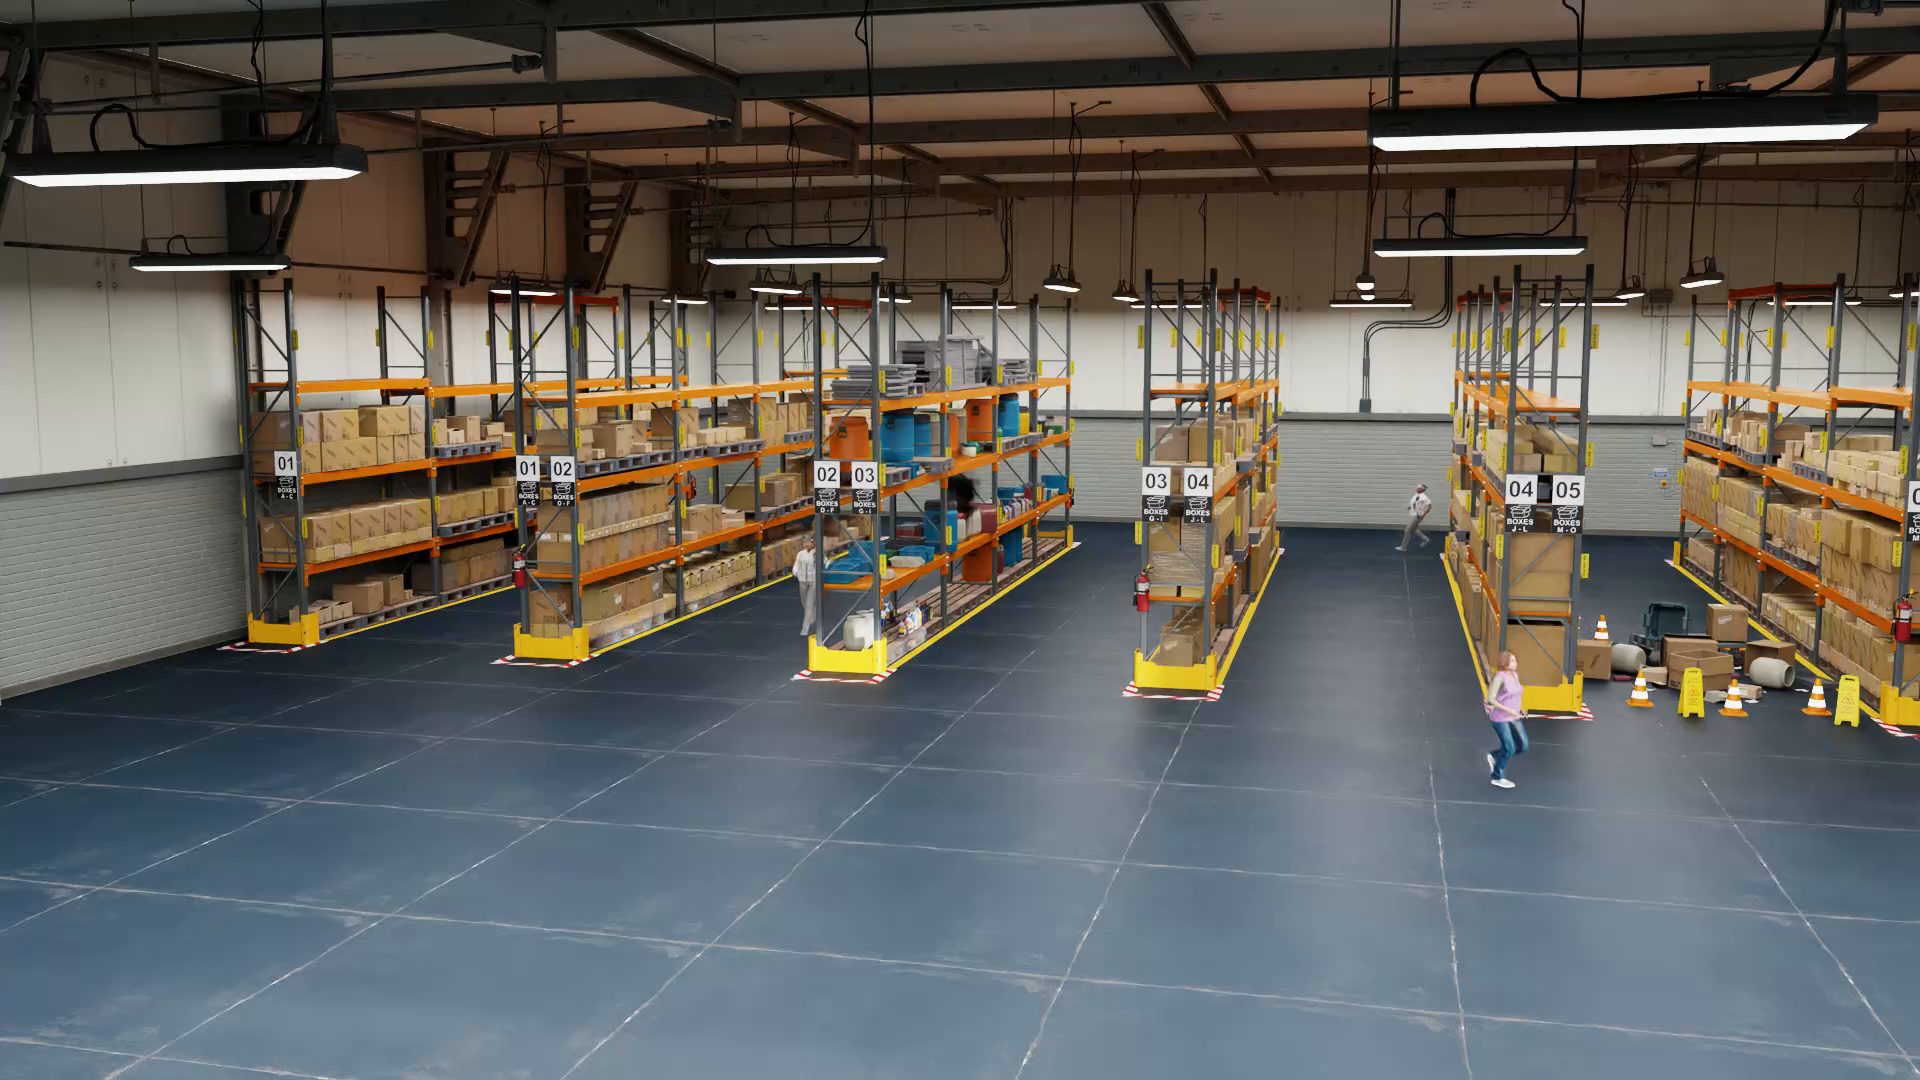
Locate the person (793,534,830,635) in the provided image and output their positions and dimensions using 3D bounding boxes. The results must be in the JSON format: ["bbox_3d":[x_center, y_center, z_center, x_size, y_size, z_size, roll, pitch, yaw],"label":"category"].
[{"bbox_3d":[-2.541,0.727,28.226,0.630,1.669,0.913,2,7,14],"label":"person"}]

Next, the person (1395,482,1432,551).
[{"bbox_3d":[10.805,-0.556,39.433,0.863,1.648,0.642,0,7,-4],"label":"person"}]

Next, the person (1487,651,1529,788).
[{"bbox_3d":[6.112,2.017,18.614,0.512,1.533,0.530,-5,9,-37],"label":"person"}]
